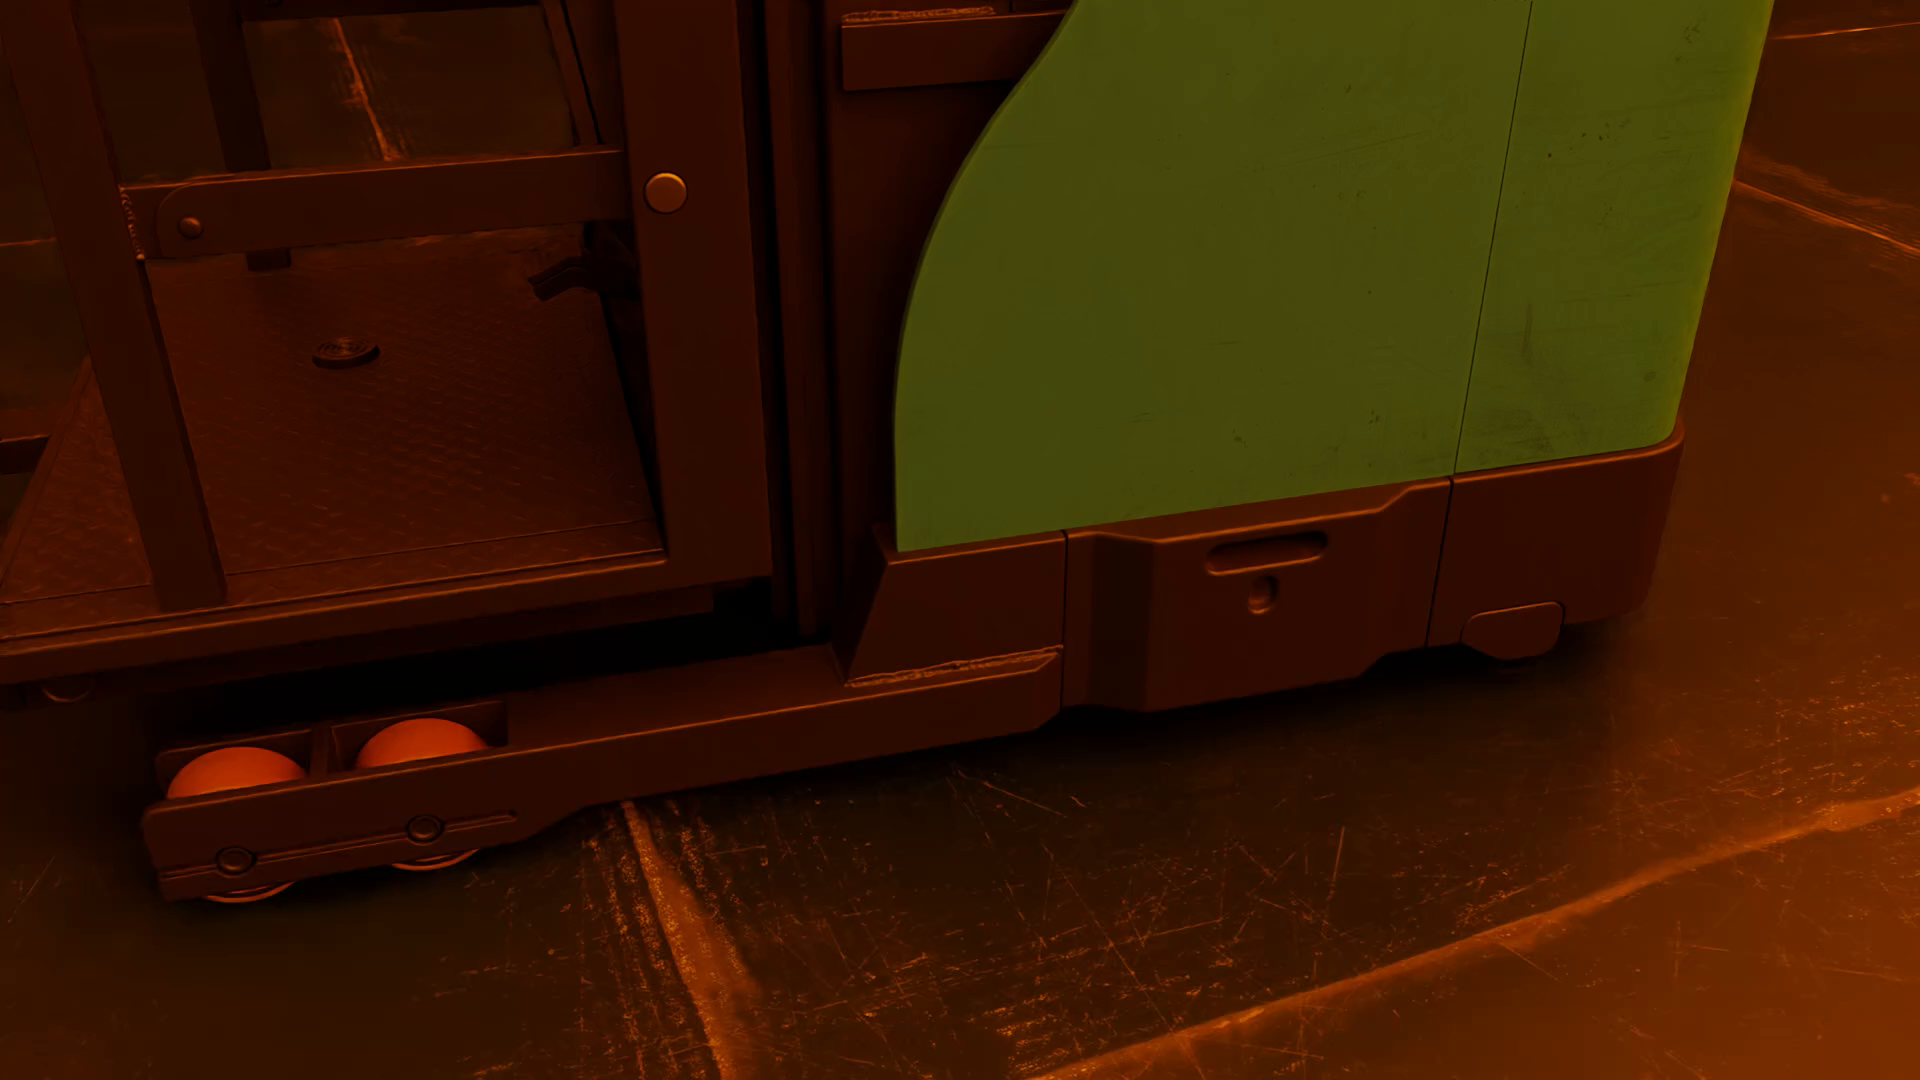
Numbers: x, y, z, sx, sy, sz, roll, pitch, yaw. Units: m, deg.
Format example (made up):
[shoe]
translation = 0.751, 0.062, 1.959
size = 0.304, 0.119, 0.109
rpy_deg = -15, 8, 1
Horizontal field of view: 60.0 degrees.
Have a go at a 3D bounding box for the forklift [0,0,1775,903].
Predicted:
[forklift]
translation = -0.645, -1.171, 1.594
size = 3.031, 2.935, 1.130
rpy_deg = -8, 31, -14
